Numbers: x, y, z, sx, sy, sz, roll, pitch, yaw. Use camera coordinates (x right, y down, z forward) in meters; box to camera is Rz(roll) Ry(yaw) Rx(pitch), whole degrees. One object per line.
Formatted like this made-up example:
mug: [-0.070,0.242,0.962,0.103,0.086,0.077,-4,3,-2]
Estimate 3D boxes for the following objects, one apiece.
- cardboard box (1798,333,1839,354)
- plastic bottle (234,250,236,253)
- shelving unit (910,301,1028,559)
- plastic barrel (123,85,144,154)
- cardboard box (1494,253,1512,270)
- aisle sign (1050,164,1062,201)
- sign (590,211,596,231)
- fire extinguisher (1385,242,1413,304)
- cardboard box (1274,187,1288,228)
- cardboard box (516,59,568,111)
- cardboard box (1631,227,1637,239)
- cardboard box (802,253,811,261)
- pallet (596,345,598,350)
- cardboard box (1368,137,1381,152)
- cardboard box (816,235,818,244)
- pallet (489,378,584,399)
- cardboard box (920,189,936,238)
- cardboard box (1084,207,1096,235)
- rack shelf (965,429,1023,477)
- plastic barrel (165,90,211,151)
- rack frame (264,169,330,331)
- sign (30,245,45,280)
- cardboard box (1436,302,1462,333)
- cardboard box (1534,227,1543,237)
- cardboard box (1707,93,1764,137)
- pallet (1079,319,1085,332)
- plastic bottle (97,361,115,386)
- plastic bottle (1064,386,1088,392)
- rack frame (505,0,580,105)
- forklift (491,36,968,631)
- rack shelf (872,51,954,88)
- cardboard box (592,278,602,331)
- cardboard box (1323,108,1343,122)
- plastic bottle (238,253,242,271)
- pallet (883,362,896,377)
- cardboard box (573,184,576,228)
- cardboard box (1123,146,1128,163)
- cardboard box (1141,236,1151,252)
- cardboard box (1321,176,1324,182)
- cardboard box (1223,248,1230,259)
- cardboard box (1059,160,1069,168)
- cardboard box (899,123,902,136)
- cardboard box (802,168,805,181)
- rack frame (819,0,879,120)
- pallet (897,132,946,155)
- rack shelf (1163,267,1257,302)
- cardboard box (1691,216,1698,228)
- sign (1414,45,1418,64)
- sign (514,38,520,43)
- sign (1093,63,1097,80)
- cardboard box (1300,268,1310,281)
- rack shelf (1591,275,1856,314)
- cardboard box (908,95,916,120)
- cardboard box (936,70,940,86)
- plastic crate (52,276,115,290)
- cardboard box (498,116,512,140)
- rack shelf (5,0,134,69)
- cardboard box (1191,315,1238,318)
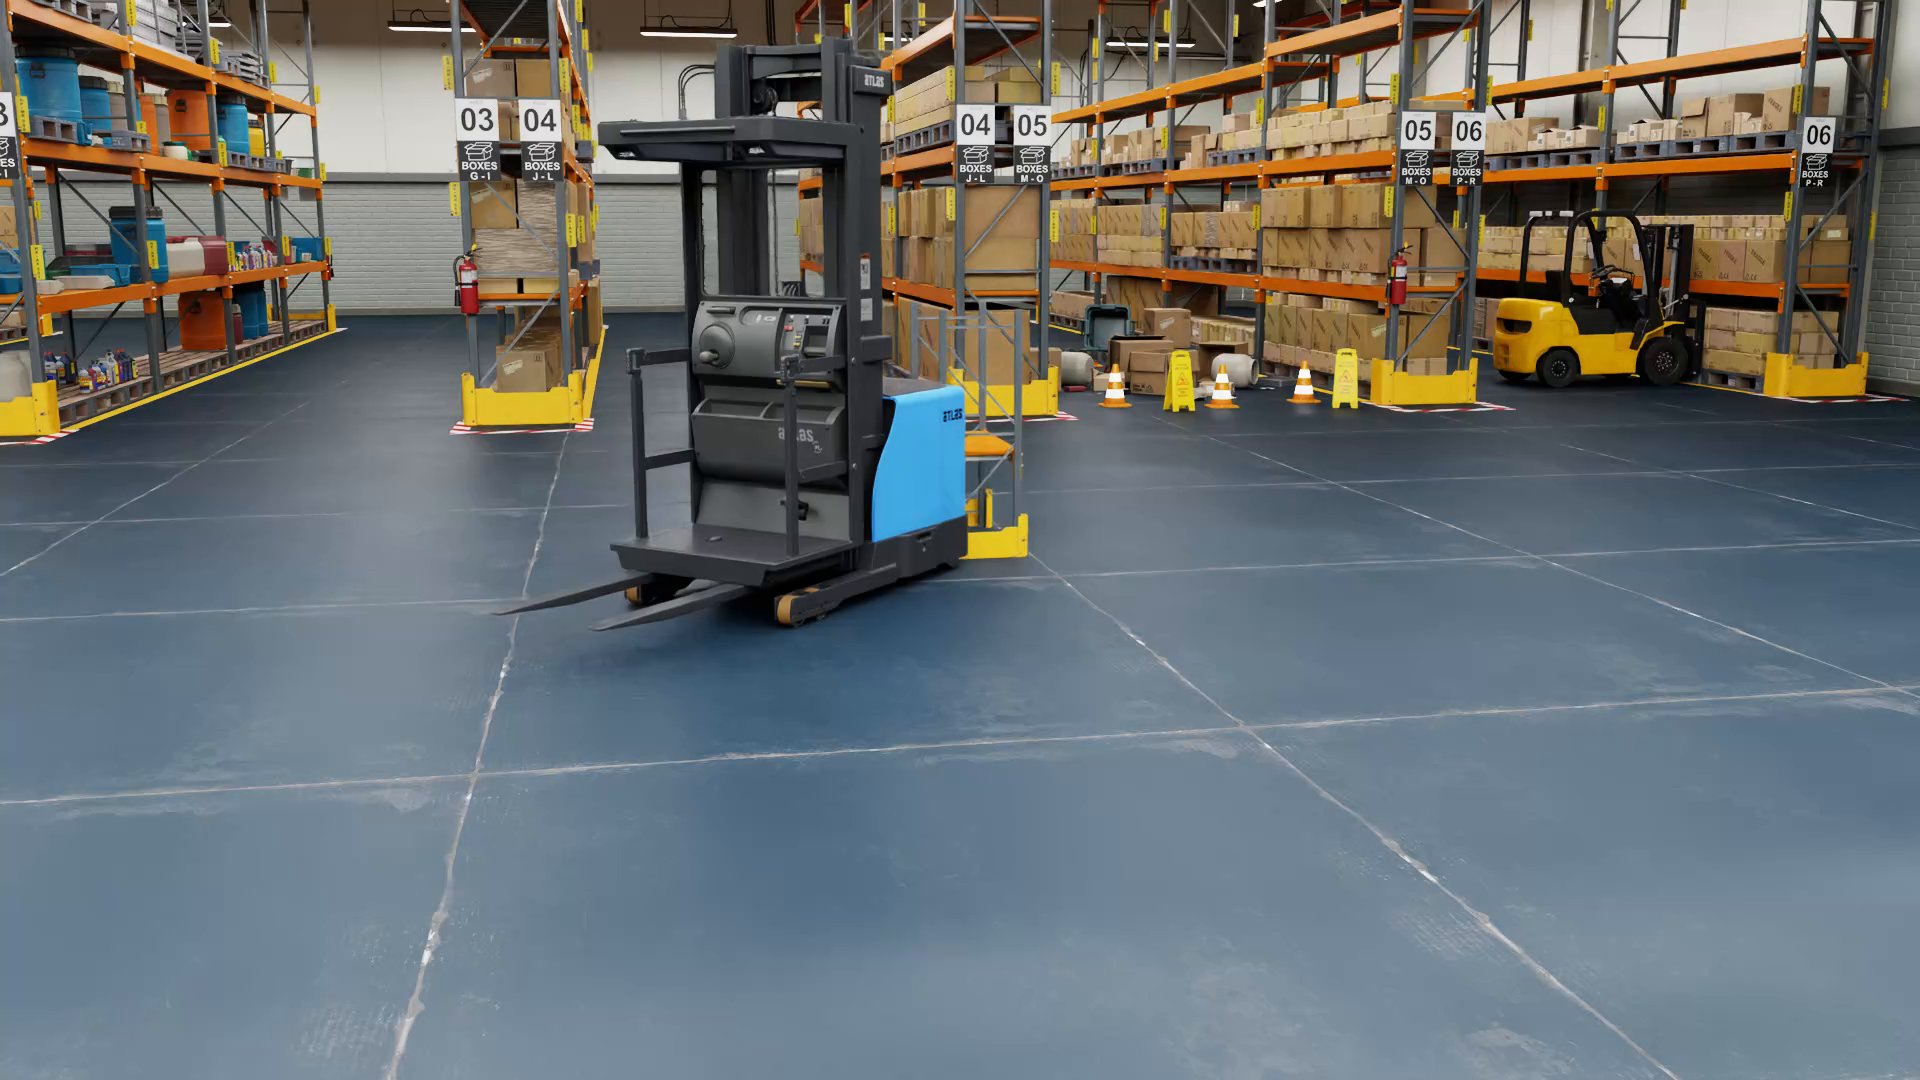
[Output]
cardboard box: [10.259,-2.400,20.176,0.500,0.250,0.500,-2,11,-10]
plastic bottle: [-11.043,-4.271,25.245,0.144,0.351,0.185,-2,11,-11]
shelving unit: [0.022,-0.726,10.497,0.587,1.500,1.083,-2,11,-11]
plastic barrel: [-10.644,-5.262,20.957,0.600,0.901,0.708,-2,11,-11]
cardboard box: [8.638,-4.322,25.781,0.500,0.250,0.500,-2,11,-13]
aisle sign: [1.869,-7.238,33.749,0.394,0.787,0.004,-2,11,-11]
sign: [-6.245,-5.416,28.243,0.100,0.325,0.005,-2,11,-11]
fire extinguisher: [4.849,-2.948,18.370,0.296,0.674,0.183,-2,11,-11]
cardboard box: [4.452,-4.261,21.323,0.700,0.500,0.500,-2,11,-11]
cardboard box: [-4.466,-4.860,17.785,0.500,0.500,0.500,-2,11,-11]
cardboard box: [9.303,-4.144,22.445,0.380,0.149,0.250,-2,11,-11]
cardboard box: [-2.837,-5.468,32.077,0.380,0.149,0.250,-2,11,-13]
pallet: [-6.311,-3.131,26.584,1.003,0.211,1.213,-2,11,-11]
cardboard box: [4.855,-4.474,18.827,0.380,0.149,0.250,-2,11,-11]
cardboard box: [-2.265,-5.166,28.570,0.380,0.149,0.250,-2,11,-10]
pallet: [-4.814,-1.681,18.964,1.003,0.211,1.213,-2,11,-11]
cardboard box: [0.005,-3.796,19.331,0.875,0.550,0.500,-2,11,-11]
cardboard box: [2.582,-5.841,30.423,0.500,0.500,0.500,-2,11,-11]
rack shelf: [0.024,-0.547,10.522,0.538,0.185,1.000,-2,11,-11]
plastic barrel: [-10.964,-5.946,23.617,0.600,0.830,0.708,-2,11,-11]
rack frame: [-12.412,-5.418,31.139,1.000,3.000,0.127,-2,11,-11]
sign: [-8.760,-2.638,15.796,0.100,0.325,0.005,-2,11,-11]
cardboard box: [8.298,-3.720,27.782,0.500,0.500,0.500,-2,11,-9]
cardboard box: [8.807,-4.594,24.809,0.380,0.149,0.250,-2,11,-11]
cardboard box: [9.721,-5.247,20.560,0.700,0.500,0.500,-2,11,-11]
pallet: [2.874,-3.997,31.132,1.003,0.211,1.213,-2,11,-11]
plastic bottle: [-9.542,-1.863,18.570,0.152,0.276,0.135,-2,11,-10]
plastic bottle: [1.411,-1.837,20.184,0.283,0.061,0.133,-6,13,-31]
rack frame: [-5.998,-7.078,23.815,1.000,3.000,0.127,-2,11,-11]
forklift: [-1.133,-1.097,8.621,1.130,2.935,3.031,6,12,30]
rack shelf: [-0.724,-6.323,22.843,1.077,0.370,4.000,-2,11,-11]
cardboard box: [-6.632,-3.910,27.777,1.225,0.875,0.875,-2,11,-11]
cardboard box: [4.592,-5.097,19.970,0.380,0.149,0.250,-2,11,-10]
plastic bottle: [-10.780,-4.152,24.834,0.097,0.271,0.097,0,11,0]
pallet: [-0.559,-2.328,22.362,1.003,0.211,1.213,-2,11,-11]
cardboard box: [-4.667,-3.827,19.046,0.500,0.500,0.500,-2,11,-11]
cardboard box: [2.957,-6.491,27.989,0.396,0.266,0.258,-1,11,-6]
cardboard box: [3.276,-4.836,27.148,0.500,0.250,0.500,-2,11,-12]
cardboard box: [7.244,-7.047,32.348,0.380,0.149,0.250,-2,11,-10]
cardboard box: [3.958,-4.066,23.586,0.380,0.149,0.250,-2,11,-11]
cardboard box: [2.153,-7.356,32.580,0.380,0.149,0.250,-2,11,-9]
cardboard box: [-0.545,-5.038,20.401,0.380,0.149,0.250,-2,11,-11]
cardboard box: [-2.734,-6.971,31.679,0.500,0.250,0.500,-2,11,-9]
rack frame: [-1.891,-7.973,28.520,1.000,3.000,0.127,-2,11,-11]
pallet: [-0.186,-4.838,20.309,1.003,0.211,1.213,-2,11,-11]
rack shelf: [4.112,-3.771,24.410,1.077,0.370,4.000,-2,11,-11]
cardboard box: [9.567,-4.058,21.197,0.380,0.149,0.250,-2,11,-10]
sign: [8.356,-8.911,30.524,0.100,0.325,0.005,-2,11,-11]
sign: [-7.325,-8.332,27.485,0.100,0.325,0.005,-2,11,-11]
sign: [2.702,-9.420,33.413,0.100,0.325,0.005,-2,11,-11]
cardboard box: [4.487,-3.330,20.839,0.380,0.149,0.250,-2,11,-11]
rack shelf: [9.758,-3.218,21.507,1.077,0.370,4.000,-2,11,-11]
cardboard box: [-0.316,-5.075,19.532,0.500,0.250,0.500,-2,11,-12]
cardboard box: [-0.052,-4.965,17.885,0.380,0.149,0.250,-2,11,-10]
plastic crate: [-9.514,-2.799,18.084,0.530,0.136,0.437,-2,11,-11]
cardboard box: [-4.785,-4.142,16.817,0.500,0.250,0.500,-2,11,-10]
rack shelf: [-9.689,-5.247,17.192,1.077,0.370,4.000,-2,11,-11]
cardboard box: [3.823,-3.302,25.930,0.950,0.372,0.625,-3,11,-15]
